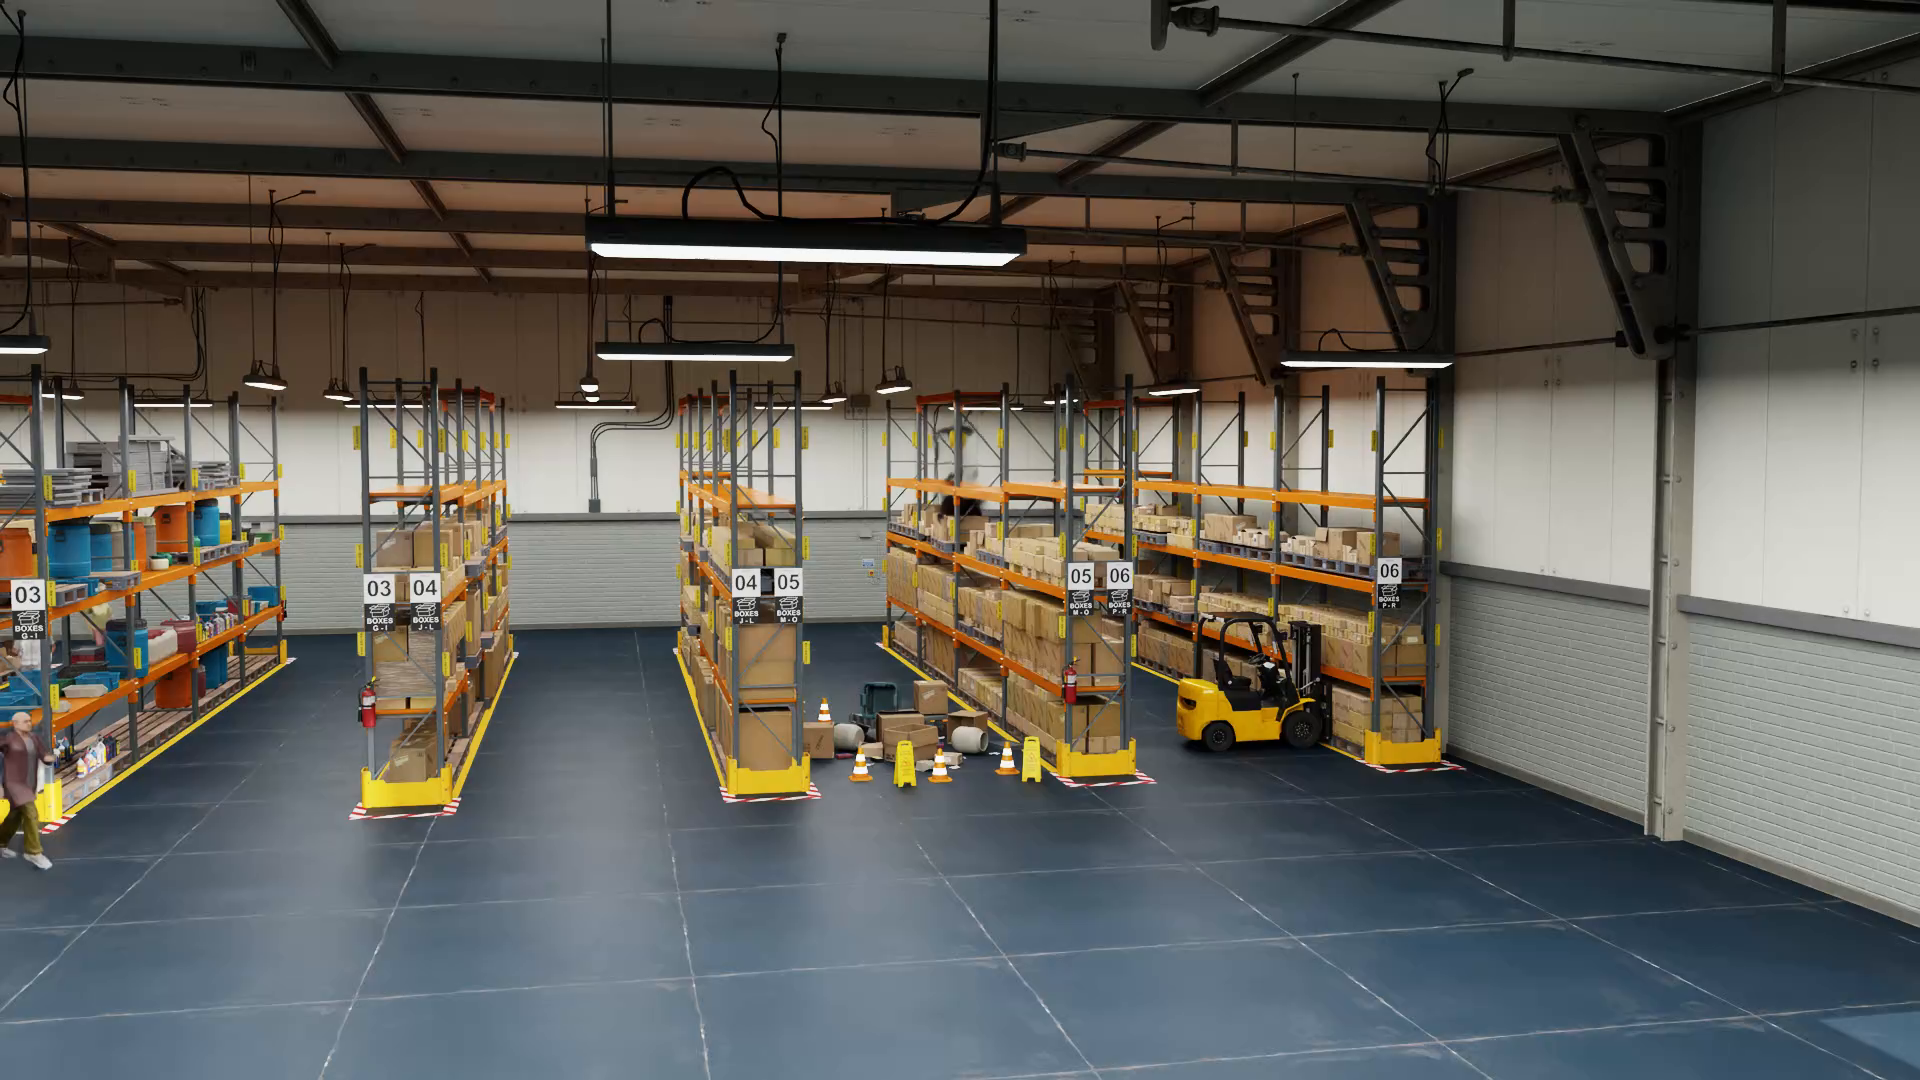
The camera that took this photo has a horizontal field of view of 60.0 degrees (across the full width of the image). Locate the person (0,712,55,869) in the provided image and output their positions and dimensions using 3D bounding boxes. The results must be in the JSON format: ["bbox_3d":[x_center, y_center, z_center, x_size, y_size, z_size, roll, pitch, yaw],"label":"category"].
[{"bbox_3d":[-11.088,2.935,19.590,0.954,1.837,0.672,1,3,9],"label":"person"}]

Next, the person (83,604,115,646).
[{"bbox_3d":[-19.012,2.004,36.775,0.609,1.678,0.799,-3,5,-42],"label":"person"}]

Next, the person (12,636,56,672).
[{"bbox_3d":[-17.037,2.303,30.589,0.700,1.759,0.892,-1,4,-19],"label":"person"}]
